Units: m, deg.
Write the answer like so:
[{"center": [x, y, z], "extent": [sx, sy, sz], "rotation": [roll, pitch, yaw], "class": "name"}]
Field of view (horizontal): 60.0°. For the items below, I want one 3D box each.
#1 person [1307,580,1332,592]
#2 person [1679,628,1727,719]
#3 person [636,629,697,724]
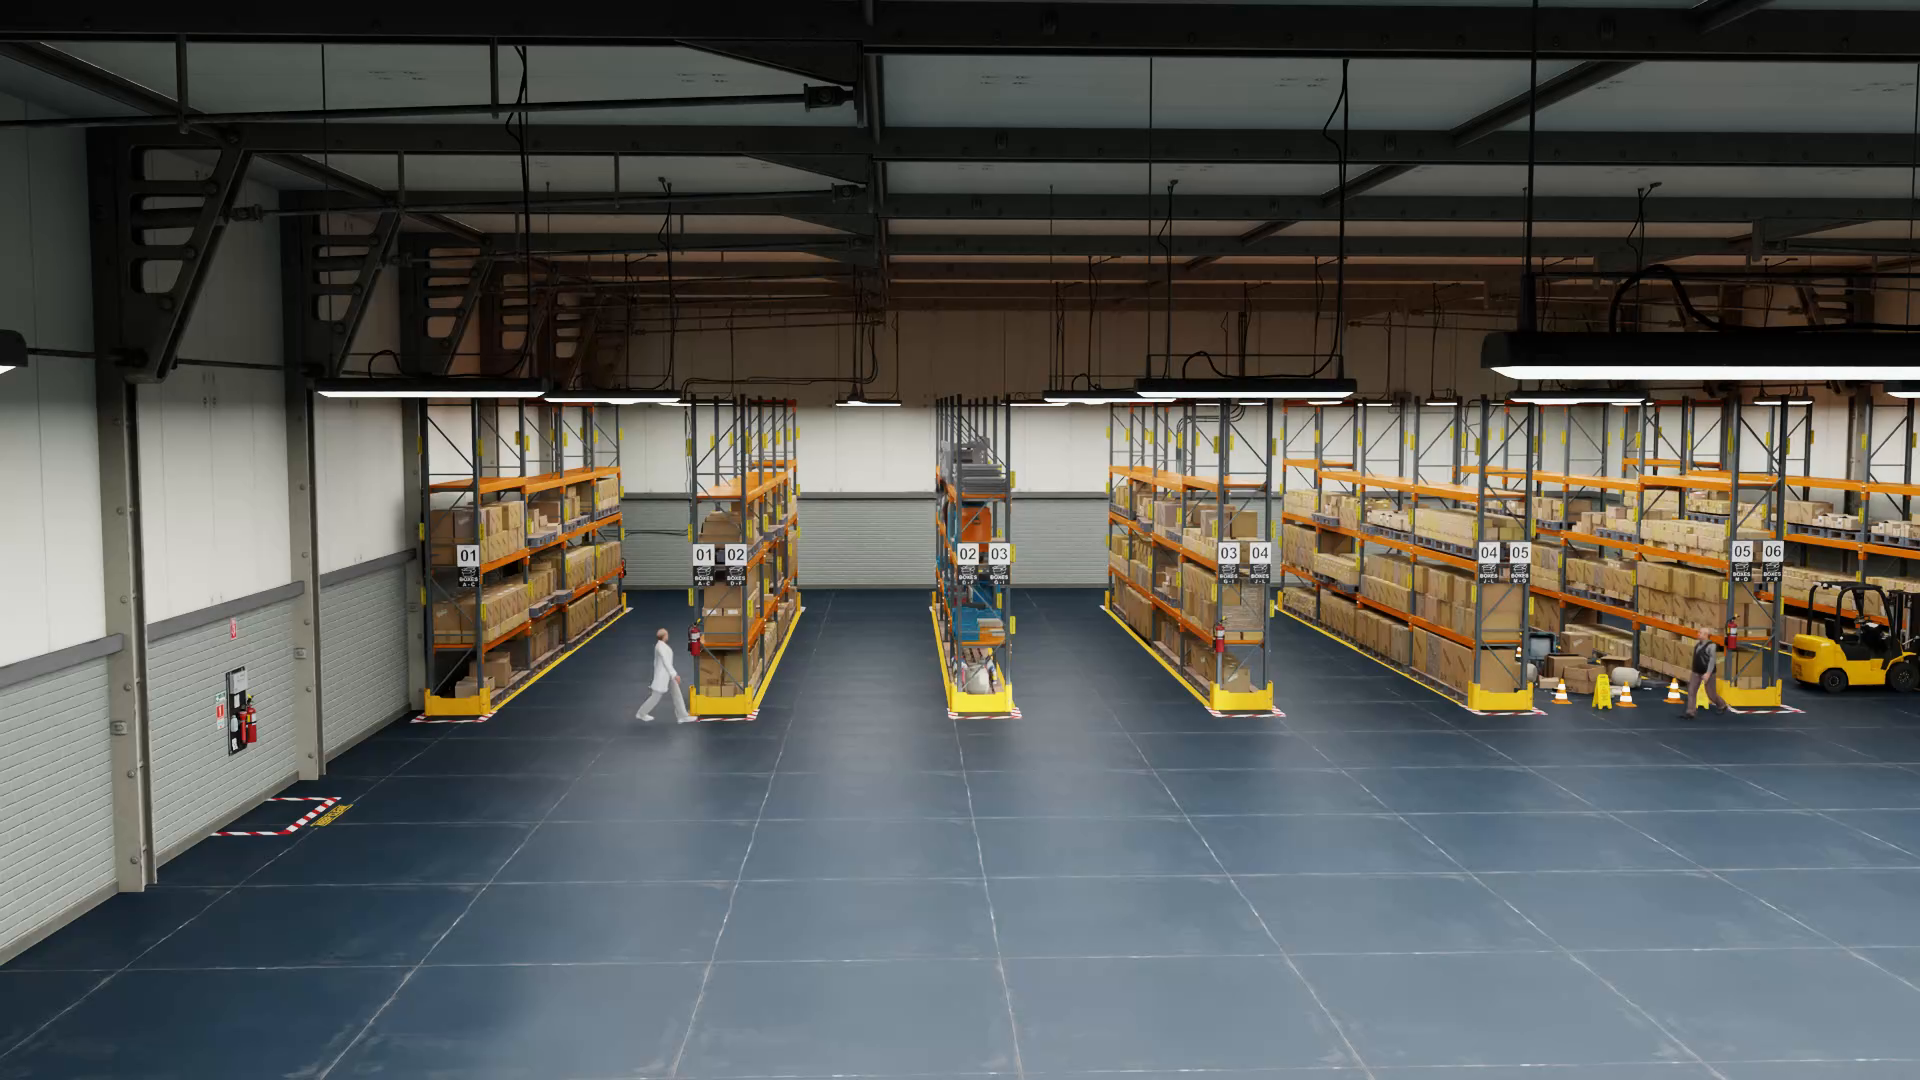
[{"center": [10.590, 0.980, 49.204], "extent": [1.009, 1.747, 0.604], "rotation": [-2, 5, -19], "class": "person"}, {"center": [13.736, 2.464, 30.654], "extent": [0.950, 1.698, 0.511], "rotation": [-2, 5, -27], "class": "person"}, {"center": [-5.359, 2.485, 30.258], "extent": [1.123, 1.736, 0.520], "rotation": [1, 5, 16], "class": "person"}]
